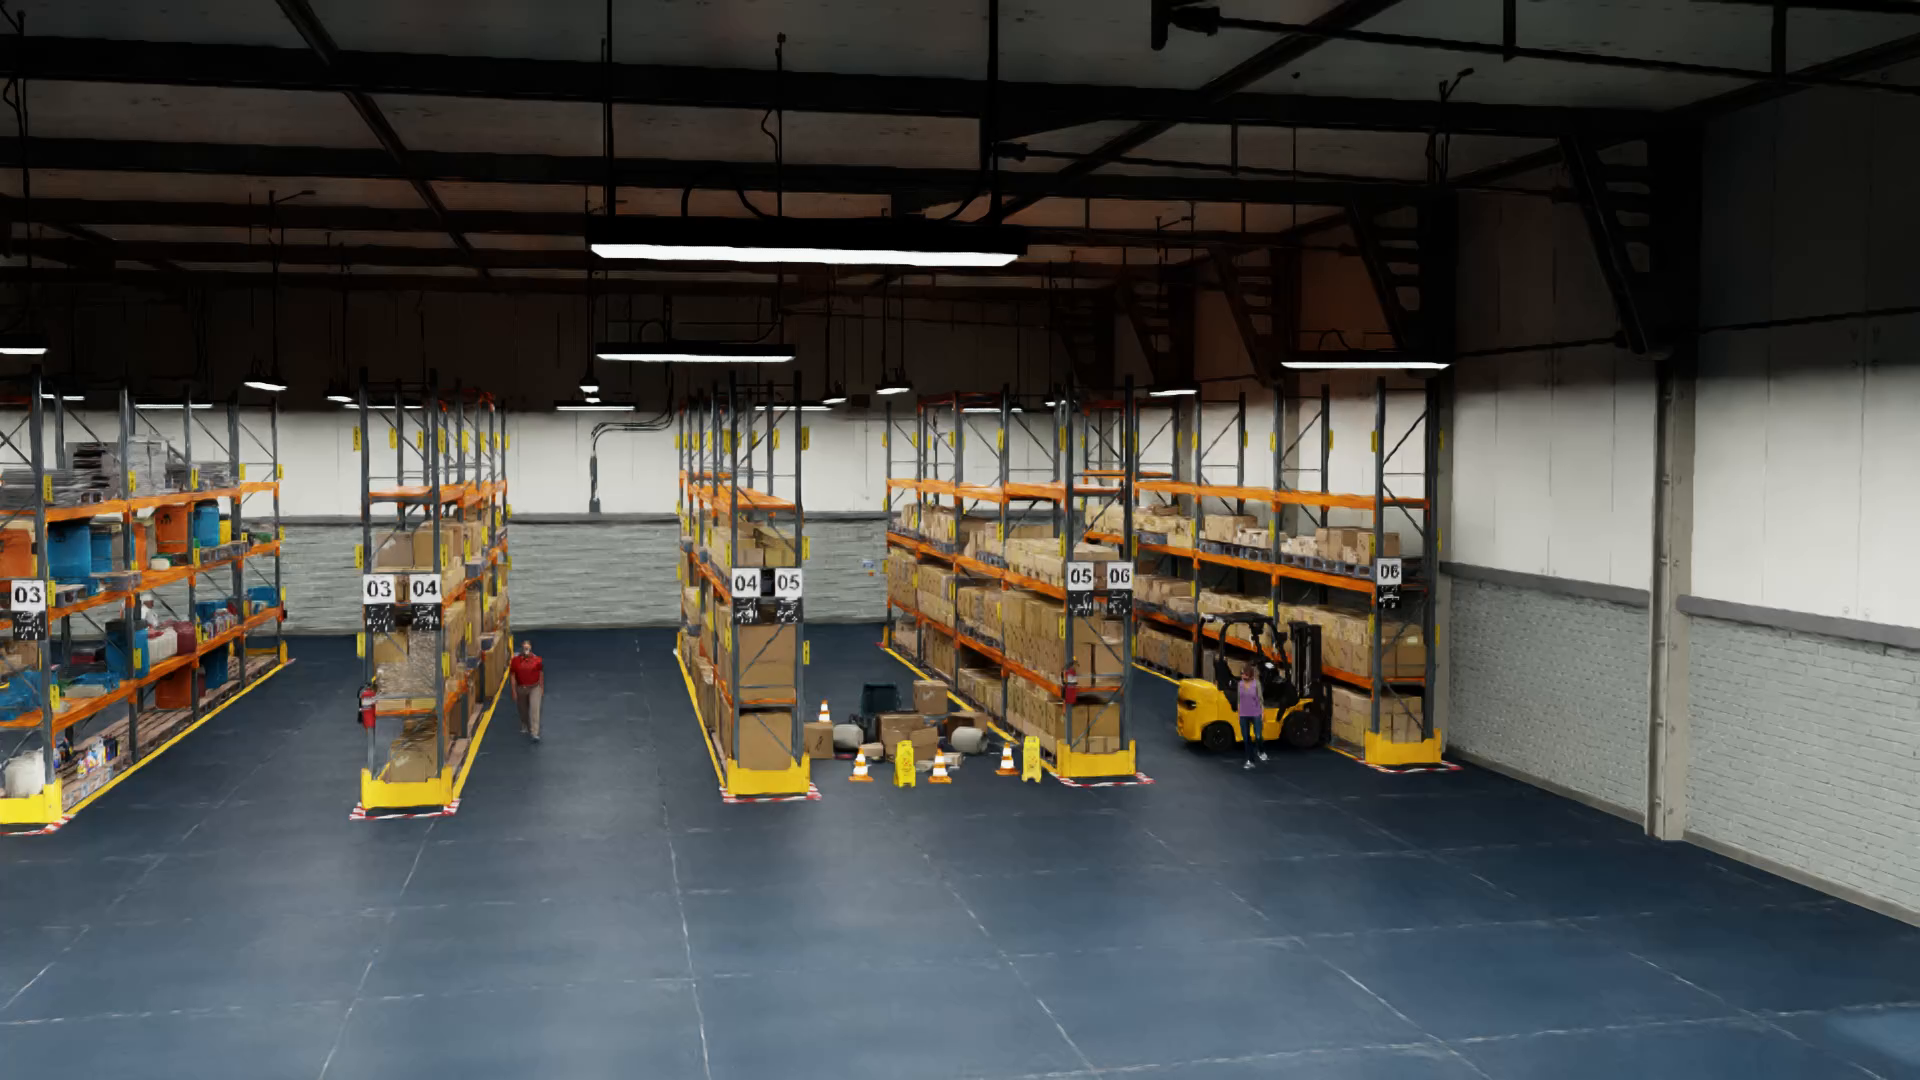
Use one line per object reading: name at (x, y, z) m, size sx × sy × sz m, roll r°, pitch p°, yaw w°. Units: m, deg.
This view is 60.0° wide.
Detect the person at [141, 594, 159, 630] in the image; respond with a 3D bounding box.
person at (-16.988, 2.016, 34.912) m, size 0.458 × 1.783 × 0.618 m, roll -3°, pitch 4°, yaw -40°

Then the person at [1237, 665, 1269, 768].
person at (4.492, 2.693, 25.537) m, size 0.473 × 1.589 × 0.501 m, roll 2°, pitch 4°, yaw 26°

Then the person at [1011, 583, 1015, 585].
person at (1.115, 1.867, 37.394) m, size 0.494 × 1.786 × 0.606 m, roll 1°, pitch 4°, yaw 17°

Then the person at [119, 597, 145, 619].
person at (-18.738, 1.903, 37.774) m, size 0.682 × 1.715 × 0.542 m, roll -1°, pitch 4°, yaw -14°

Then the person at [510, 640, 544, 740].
person at (-7.283, 2.500, 27.940) m, size 0.542 × 1.645 × 1.126 m, roll -1°, pitch 3°, yaw -10°
